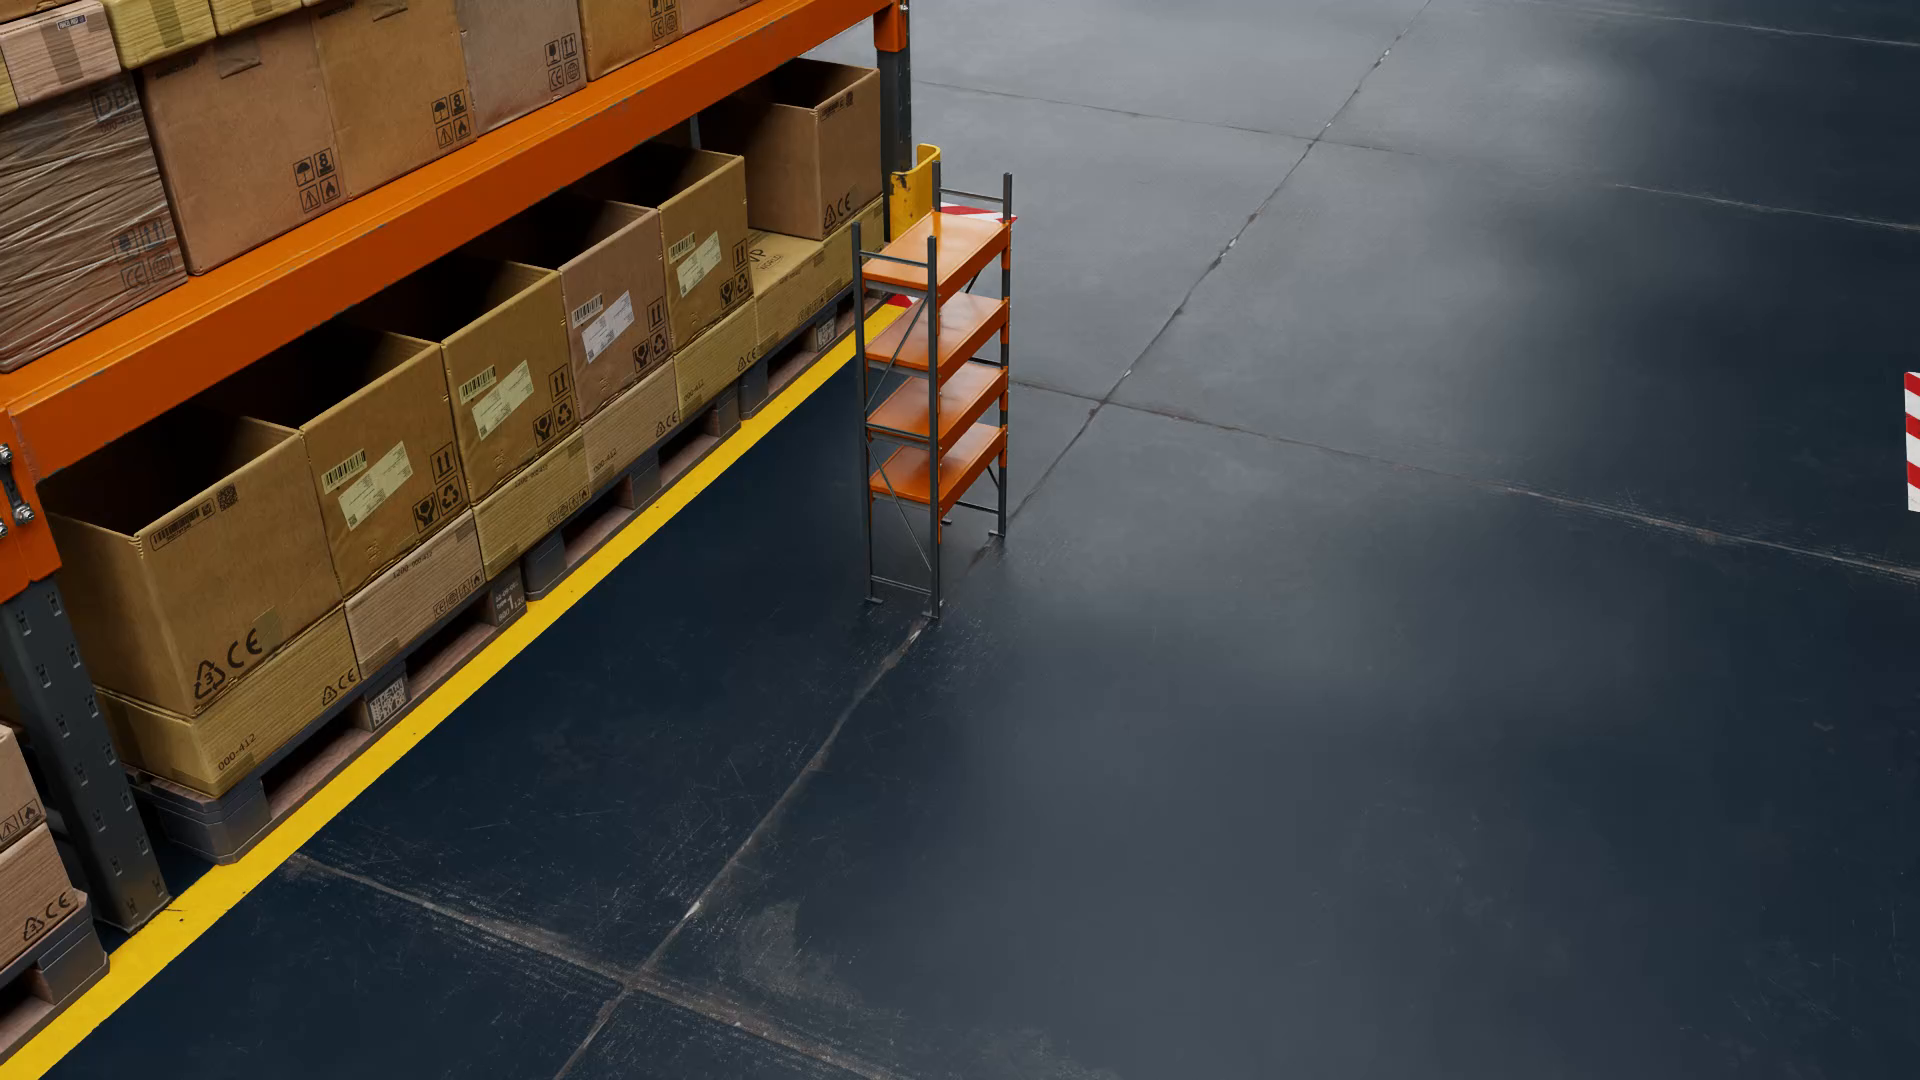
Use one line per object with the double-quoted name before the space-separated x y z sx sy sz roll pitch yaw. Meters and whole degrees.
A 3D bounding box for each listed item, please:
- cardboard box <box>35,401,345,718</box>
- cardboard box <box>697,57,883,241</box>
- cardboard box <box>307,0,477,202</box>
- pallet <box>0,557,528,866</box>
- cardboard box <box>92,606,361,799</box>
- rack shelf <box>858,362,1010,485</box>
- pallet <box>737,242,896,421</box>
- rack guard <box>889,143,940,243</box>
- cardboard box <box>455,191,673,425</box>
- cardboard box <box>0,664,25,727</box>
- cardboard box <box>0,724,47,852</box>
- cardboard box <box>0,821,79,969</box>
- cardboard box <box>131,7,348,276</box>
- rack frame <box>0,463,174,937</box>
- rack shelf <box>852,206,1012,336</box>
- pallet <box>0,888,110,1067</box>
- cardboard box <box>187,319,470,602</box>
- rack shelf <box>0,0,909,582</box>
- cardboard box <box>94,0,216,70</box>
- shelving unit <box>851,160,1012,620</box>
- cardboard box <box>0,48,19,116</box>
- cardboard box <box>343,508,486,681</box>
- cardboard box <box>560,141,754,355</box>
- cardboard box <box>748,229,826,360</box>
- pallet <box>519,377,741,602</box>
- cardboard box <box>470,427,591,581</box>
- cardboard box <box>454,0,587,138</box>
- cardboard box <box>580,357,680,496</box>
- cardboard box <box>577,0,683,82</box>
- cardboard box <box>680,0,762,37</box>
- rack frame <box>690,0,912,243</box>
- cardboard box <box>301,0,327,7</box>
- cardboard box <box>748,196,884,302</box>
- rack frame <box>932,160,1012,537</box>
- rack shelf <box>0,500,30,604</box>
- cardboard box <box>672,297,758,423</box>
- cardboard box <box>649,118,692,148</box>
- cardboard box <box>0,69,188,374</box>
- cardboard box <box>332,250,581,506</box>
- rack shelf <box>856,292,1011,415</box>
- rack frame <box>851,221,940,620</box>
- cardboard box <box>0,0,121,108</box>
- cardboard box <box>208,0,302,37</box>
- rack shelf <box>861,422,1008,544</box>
"cardboard box" -1.867 0.020 3.925 0.500 0.500 0.500 14 36 20
"cardboard box" -0.626 -1.478 6.209 0.500 0.500 0.500 14 36 20
"cardboard box" -1.737 -1.259 4.343 0.700 0.500 0.500 15 36 21
"pallet" -1.974 0.298 4.603 1.003 0.211 1.213 14 36 20
"cardboard box" -1.876 0.331 4.134 0.500 0.250 0.500 14 36 20
"rack shelf" -0.069 -0.363 4.832 0.258 0.148 0.480 14 36 20
"pallet" -0.954 -0.917 6.456 1.003 0.211 1.213 14 36 20
"rack guard" -0.662 -1.440 6.991 1.175 0.500 0.348 14 36 20
"cardboard box" -1.241 -0.728 5.065 0.500 0.500 0.500 14 36 20
"cardboard box" -2.350 0.212 4.316 0.500 0.250 0.500 14 36 20
"cardboard box" -2.254 0.526 3.326 0.500 0.311 0.500 14 36 20
"cardboard box" -2.255 0.766 3.471 0.500 0.250 0.500 14 36 20
"cardboard box" -1.951 -1.010 3.964 0.700 0.500 0.500 14 36 20
"rack frame" -2.345 -0.482 3.249 1.000 3.000 0.127 14 36 20
"rack shelf" -0.069 -0.748 4.580 0.258 0.148 0.480 14 36 20
"pallet" -2.618 1.060 3.440 1.003 0.211 1.213 14 36 20
"cardboard box" -1.665 -0.231 4.307 0.500 0.500 0.500 14 36 20
"rack shelf" -1.509 -1.177 4.965 1.077 0.370 4.000 14 36 20
"cardboard box" -1.846 -1.138 3.567 0.380 0.149 0.250 13 36 19
"shelving unit" -0.069 -0.419 4.795 0.258 1.200 0.503 14 36 20
"cardboard box" -2.057 -0.884 3.180 0.380 0.149 0.250 14 36 20
"cardboard box" -1.662 0.083 4.512 0.500 0.250 0.500 14 36 20
"cardboard box" -1.031 -0.976 5.444 0.500 0.500 0.500 14 36 20
"cardboard box" -0.826 -0.913 6.031 0.500 0.250 0.500 14 36 20
"pallet" -1.465 -0.312 5.533 1.003 0.211 1.213 14 36 20
"cardboard box" -1.448 -0.164 4.890 0.500 0.250 0.500 14 36 20
"cardboard box" -1.524 -1.514 4.733 0.700 0.500 0.500 15 36 22
"cardboard box" -1.244 -0.415 5.272 0.500 0.250 0.500 14 36 20
"cardboard box" -1.307 -1.777 5.134 0.700 0.500 0.500 14 36 21
"cardboard box" -1.094 -2.023 5.509 0.700 0.500 0.500 15 36 22
"rack frame" -0.672 -2.474 6.287 1.000 3.000 0.127 14 36 20
"cardboard box" -1.631 -1.393 3.956 0.380 0.149 0.250 13 35 19
"cardboard box" -0.628 -1.165 6.415 0.500 0.250 0.500 14 36 20
"rack frame" 0.033 -0.541 4.981 0.240 1.200 0.015 14 36 20
"rack shelf" -3.182 0.815 1.927 1.077 0.370 4.000 14 36 20
"cardboard box" -1.034 -0.663 5.651 0.500 0.250 0.500 14 36 20
"cardboard box" -1.306 -1.348 6.010 0.500 0.500 0.500 14 36 20
"cardboard box" -2.165 -0.746 3.561 0.700 0.500 0.500 13 36 19
"cardboard box" -1.449 -0.478 4.684 0.500 0.500 0.500 14 36 20
"rack shelf" -0.069 -0.550 4.710 0.258 0.148 0.480 14 36 20
"rack frame" -0.171 -0.298 4.610 0.240 1.200 0.015 14 36 20
"cardboard box" -1.952 -1.009 3.371 0.380 0.149 0.250 15 36 21
"cardboard box" -1.737 -1.269 3.767 0.380 0.149 0.250 14 36 20
"rack shelf" -0.069 -0.197 4.941 0.258 0.148 0.480 14 36 20
